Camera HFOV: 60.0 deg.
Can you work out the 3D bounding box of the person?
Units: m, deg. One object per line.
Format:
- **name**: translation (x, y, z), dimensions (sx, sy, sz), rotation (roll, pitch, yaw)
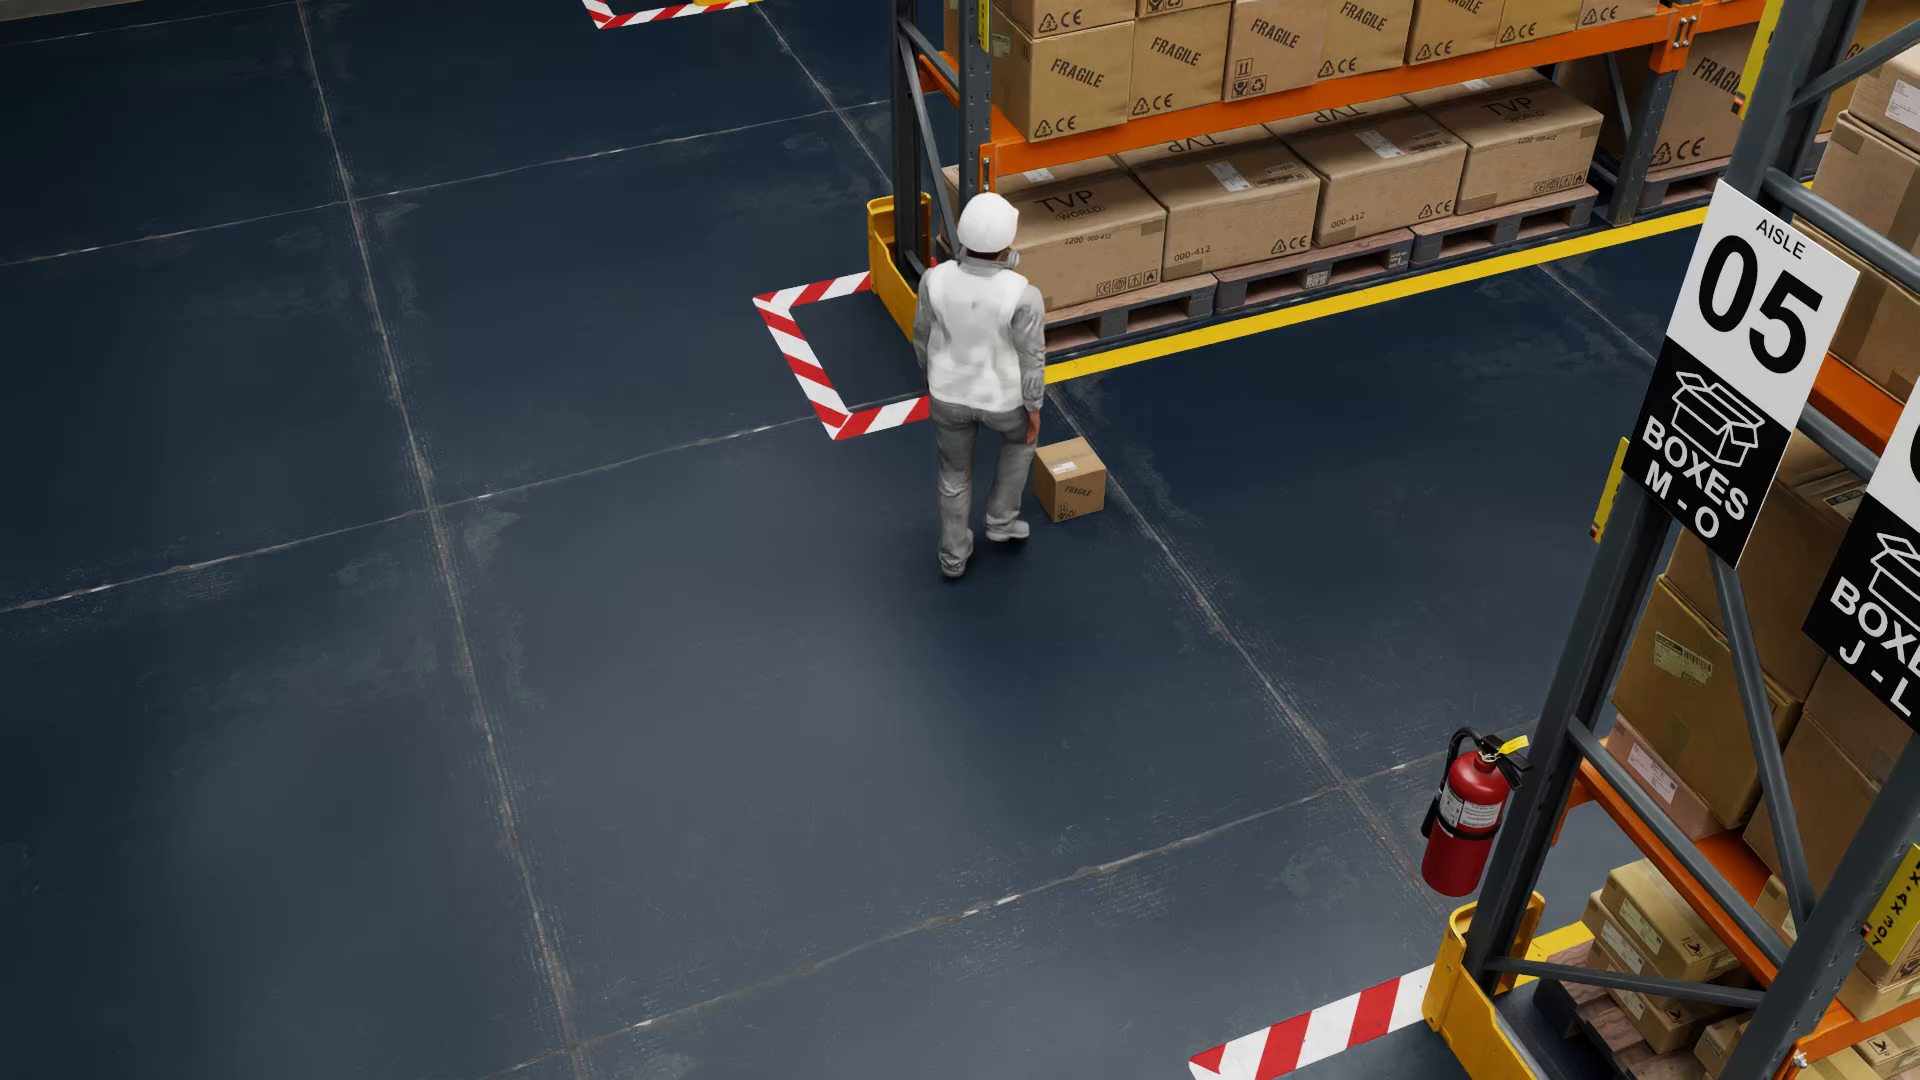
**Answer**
- **person**: translation (0.082, -0.624, 6.836), dimensions (0.568, 1.794, 0.527), rotation (8, 42, 9)
